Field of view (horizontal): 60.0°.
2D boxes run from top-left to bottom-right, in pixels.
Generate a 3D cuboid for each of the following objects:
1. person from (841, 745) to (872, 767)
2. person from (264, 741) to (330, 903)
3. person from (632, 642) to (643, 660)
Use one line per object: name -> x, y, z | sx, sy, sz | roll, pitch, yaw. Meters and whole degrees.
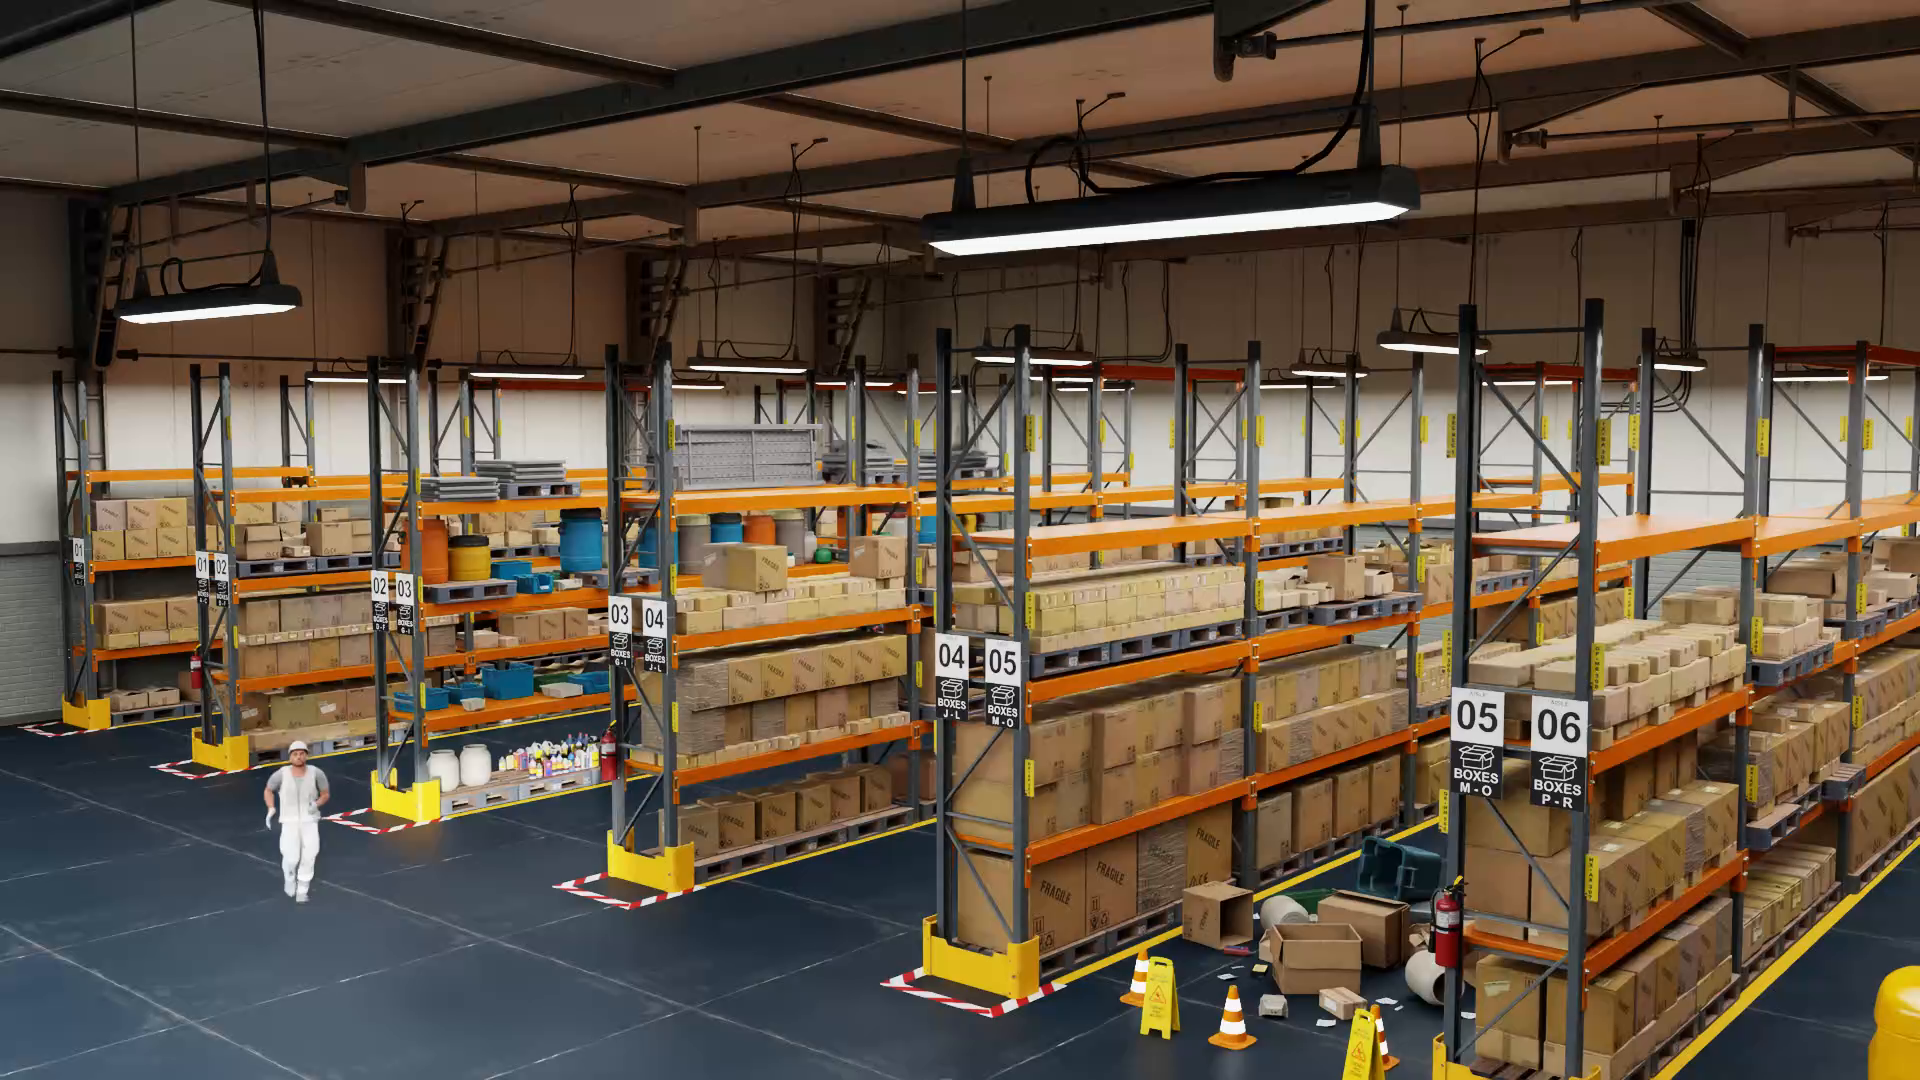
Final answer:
person -> -1.568, 2.565, 24.412 | 0.573, 1.738, 0.812 | 2, 5, 28
person -> -7.021, 3.010, 17.667 | 0.646, 1.744, 0.598 | -2, 5, -25
person -> -6.647, 1.802, 34.353 | 0.700, 1.774, 0.971 | 3, 5, 33
